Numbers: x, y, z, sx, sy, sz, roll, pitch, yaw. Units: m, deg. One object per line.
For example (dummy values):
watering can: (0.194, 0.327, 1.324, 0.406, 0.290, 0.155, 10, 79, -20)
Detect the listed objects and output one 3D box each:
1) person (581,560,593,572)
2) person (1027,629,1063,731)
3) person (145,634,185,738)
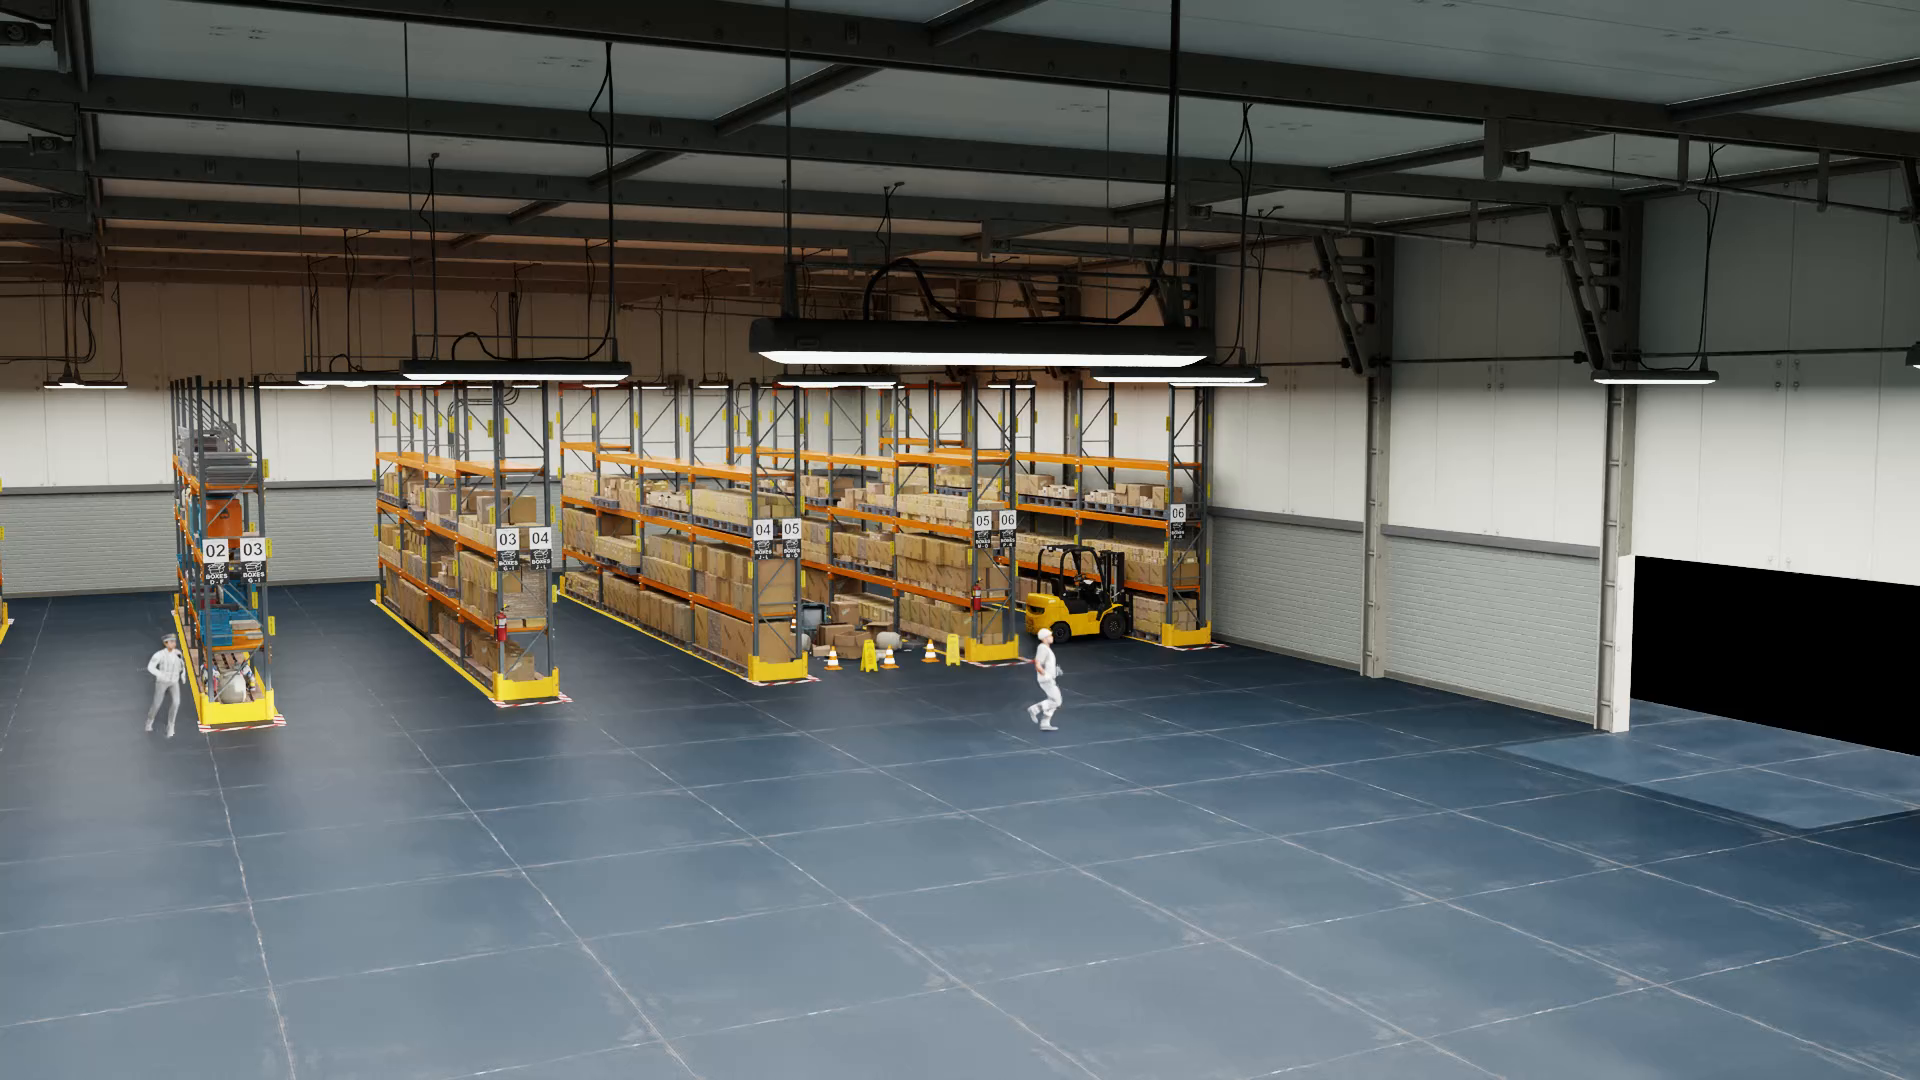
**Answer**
person: (-10.943, 0.568, 48.837, 0.600, 1.608, 0.647, 1, 5, 14)
person: (1.441, 2.360, 28.111, 0.601, 1.738, 0.658, 0, 5, 4)
person: (-13.278, 2.422, 27.888, 0.735, 1.718, 0.681, 5, 7, 43)
